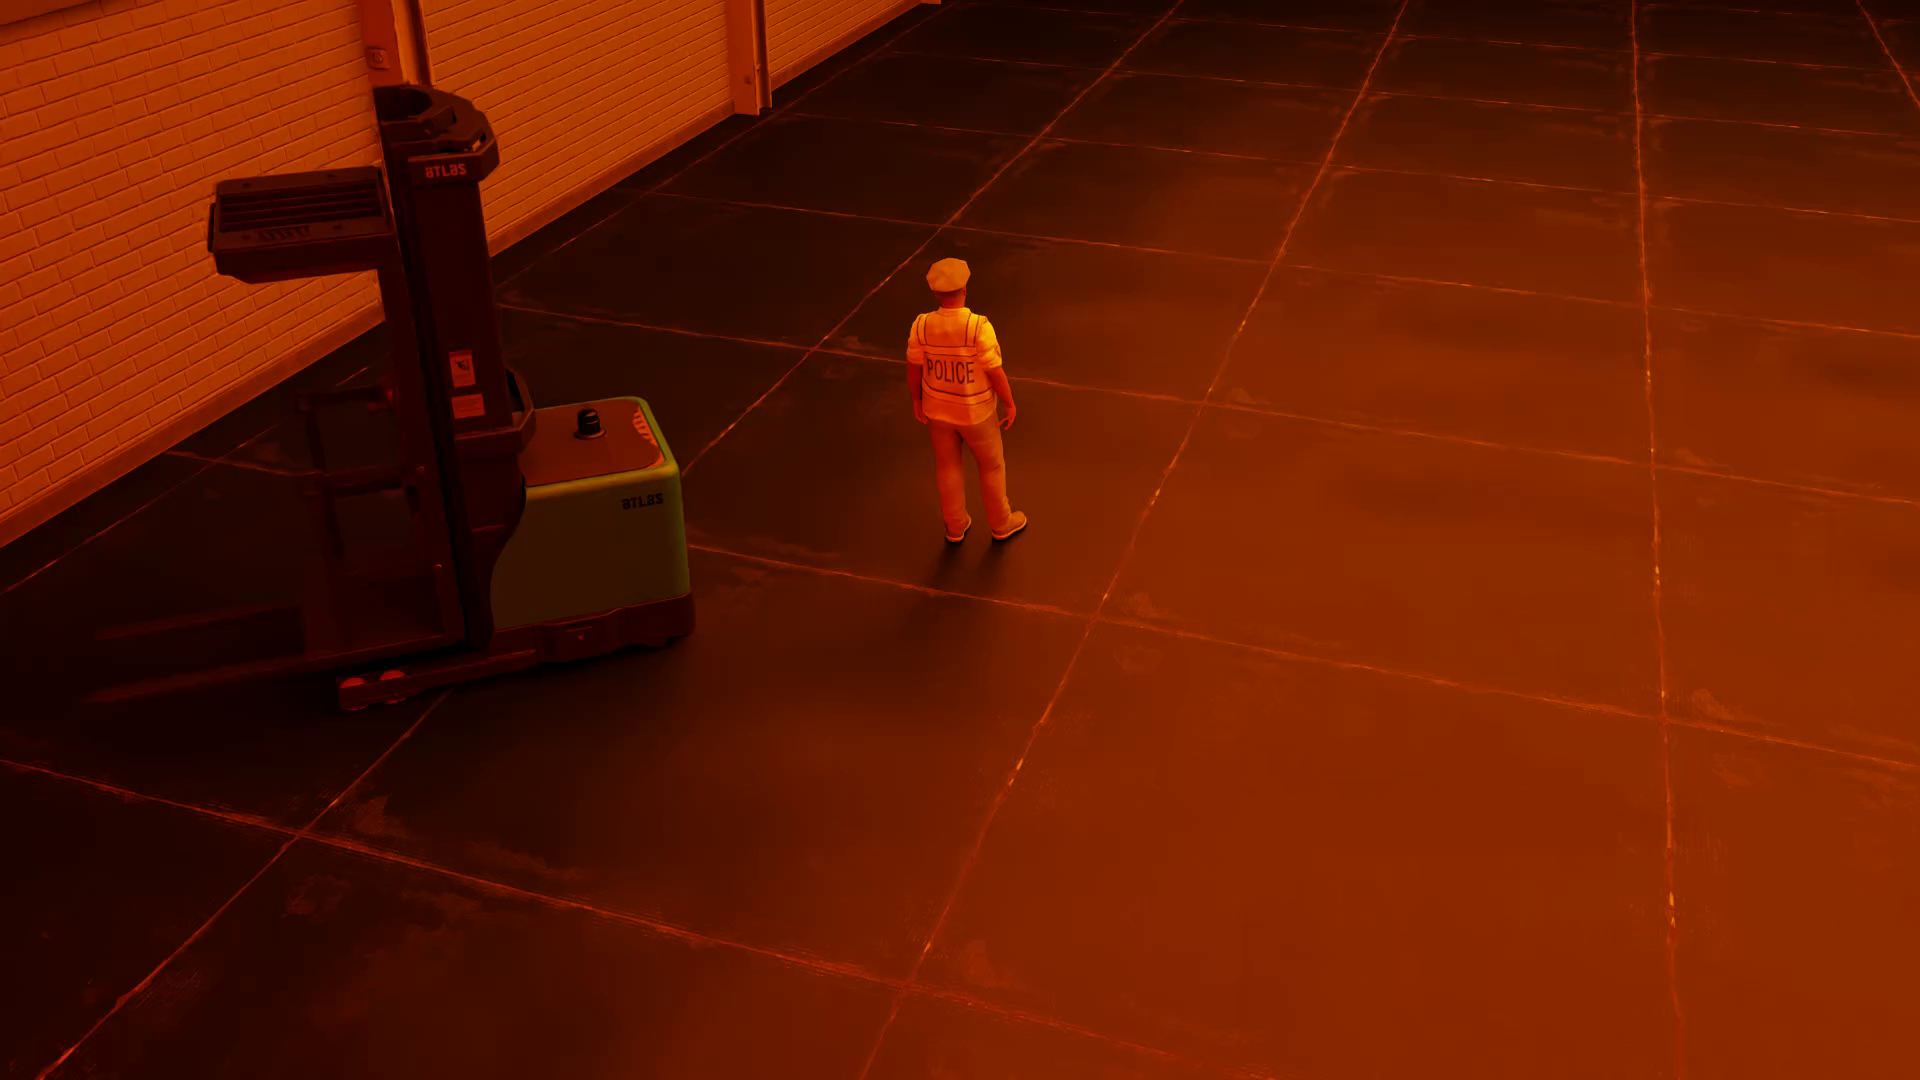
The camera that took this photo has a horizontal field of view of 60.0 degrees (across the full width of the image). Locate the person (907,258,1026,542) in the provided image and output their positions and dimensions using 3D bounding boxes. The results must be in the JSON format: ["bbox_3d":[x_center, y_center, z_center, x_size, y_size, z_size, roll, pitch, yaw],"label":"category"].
[{"bbox_3d":[0.037,-0.816,9.712,0.640,1.780,0.574,10,31,16],"label":"person"}]

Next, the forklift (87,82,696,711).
[{"bbox_3d":[-3.020,-0.691,8.349,3.031,2.935,1.130,-10,31,-18],"label":"forklift"}]
